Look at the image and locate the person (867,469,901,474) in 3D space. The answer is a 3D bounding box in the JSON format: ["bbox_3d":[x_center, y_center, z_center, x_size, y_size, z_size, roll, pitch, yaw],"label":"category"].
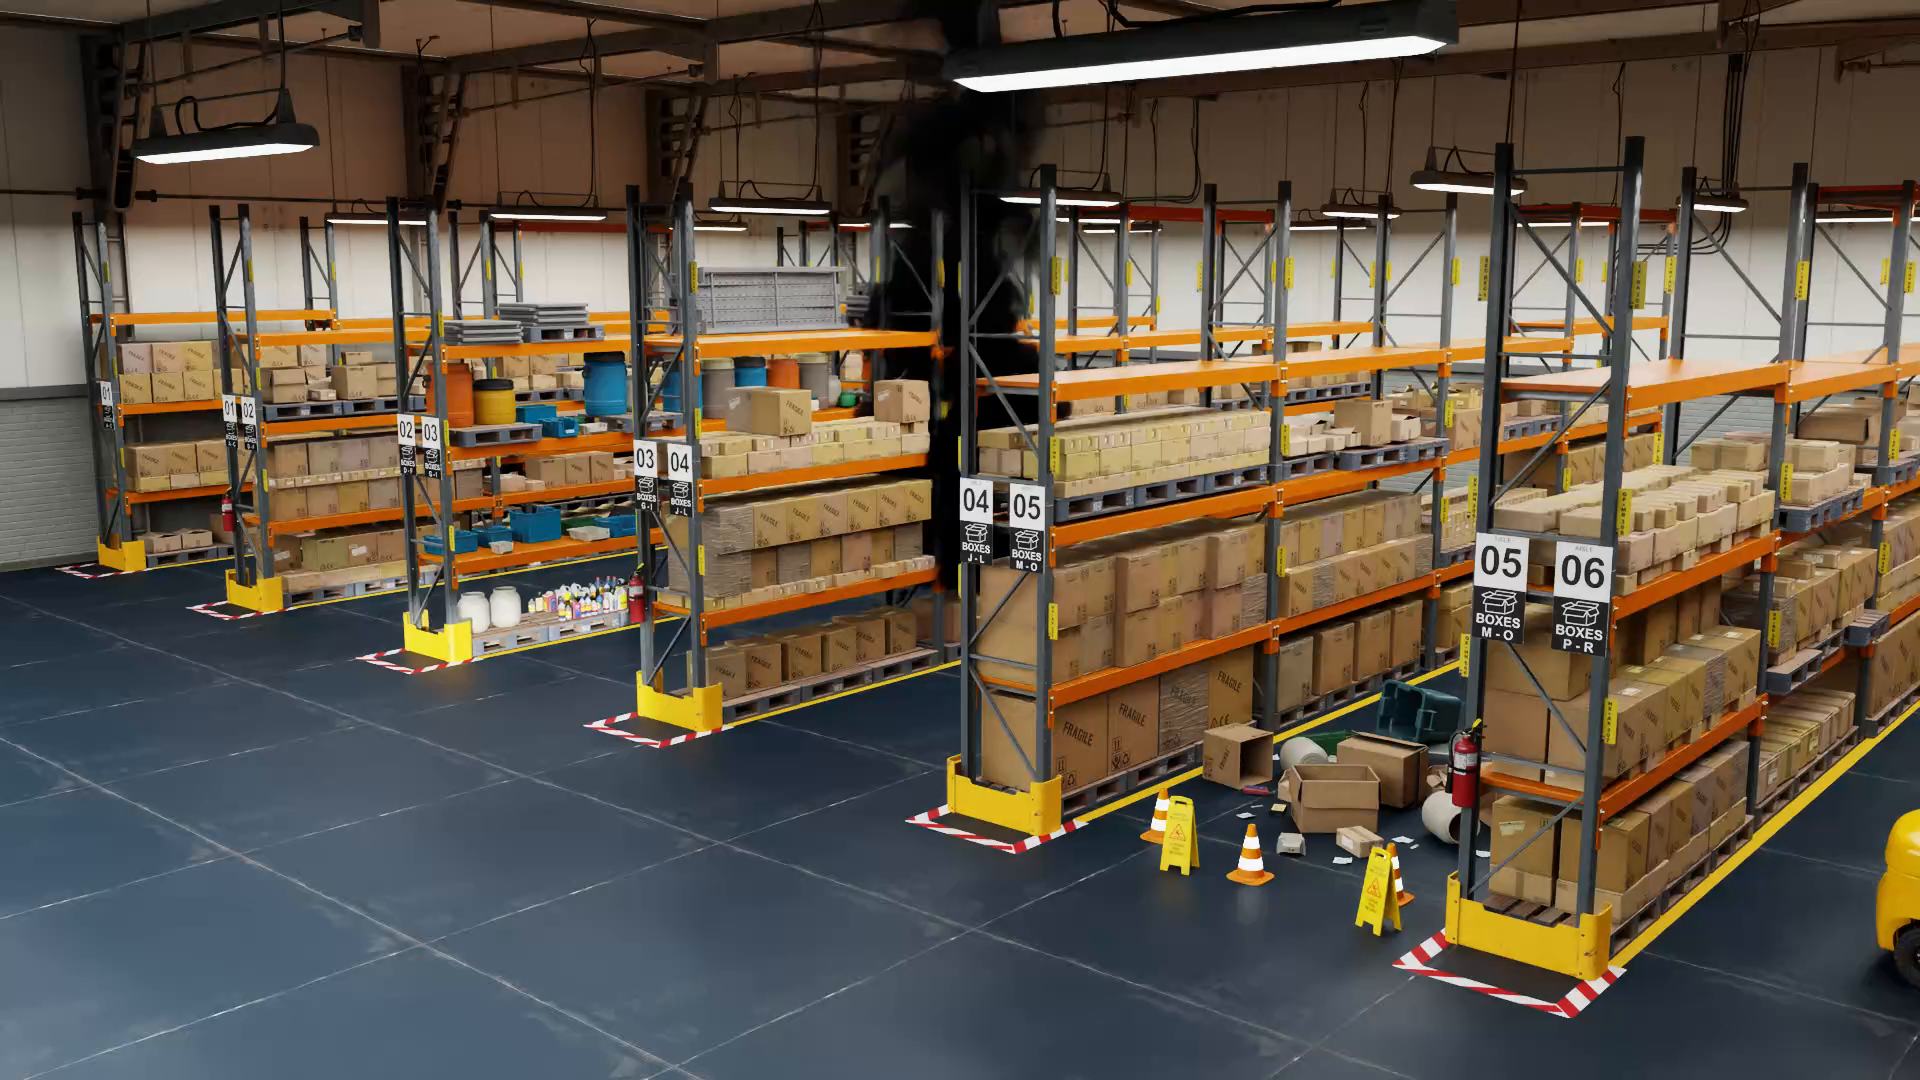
[{"bbox_3d":[-1.546,-1.105,32.513,0.623,1.752,0.639,7,11,34],"label":"person"}]

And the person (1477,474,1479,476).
[{"bbox_3d":[8.569,-0.240,27.534,0.655,1.731,0.601,9,13,42],"label":"person"}]

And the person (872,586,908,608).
[{"bbox_3d":[-0.982,0.100,23.639,0.664,1.776,0.891,7,12,36],"label":"person"}]
